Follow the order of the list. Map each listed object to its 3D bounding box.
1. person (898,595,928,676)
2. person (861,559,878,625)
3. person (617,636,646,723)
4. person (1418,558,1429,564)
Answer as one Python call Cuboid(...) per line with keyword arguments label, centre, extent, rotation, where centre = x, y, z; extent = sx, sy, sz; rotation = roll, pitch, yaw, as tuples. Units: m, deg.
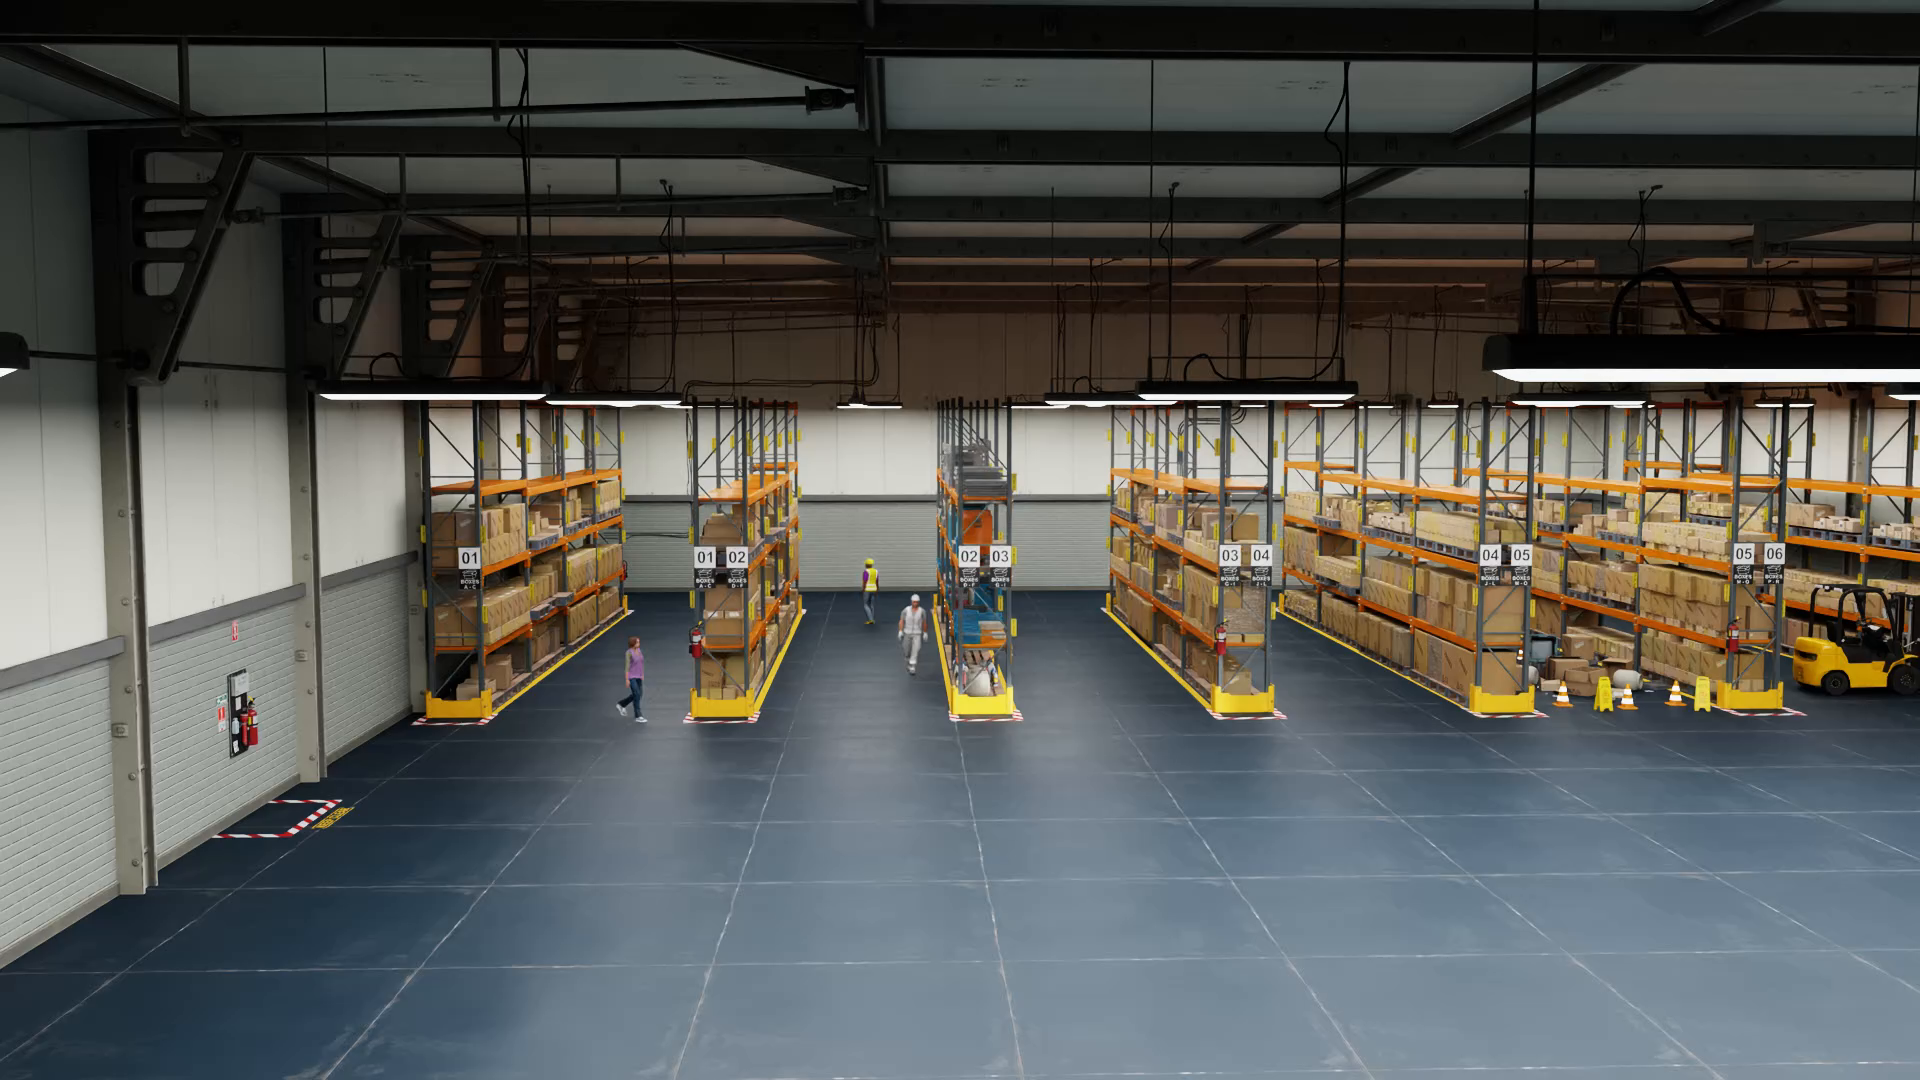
Cuboid(label="person", centre=(-1.021, 2.063, 36.185), extent=(0.656, 1.747, 1.001), rotation=(0, 4, -3))
Cuboid(label="person", centre=(-2.430, 1.409, 44.775), extent=(0.429, 1.818, 0.623), rotation=(4, 6, 42))
Cuboid(label="person", centre=(-6.045, 2.569, 30.737), extent=(0.754, 1.535, 0.472), rotation=(2, 5, 25))
Cuboid(label="person", centre=(12.831, 1.318, 45.899), extent=(0.980, 1.736, 0.549), rotation=(4, 6, 41))
